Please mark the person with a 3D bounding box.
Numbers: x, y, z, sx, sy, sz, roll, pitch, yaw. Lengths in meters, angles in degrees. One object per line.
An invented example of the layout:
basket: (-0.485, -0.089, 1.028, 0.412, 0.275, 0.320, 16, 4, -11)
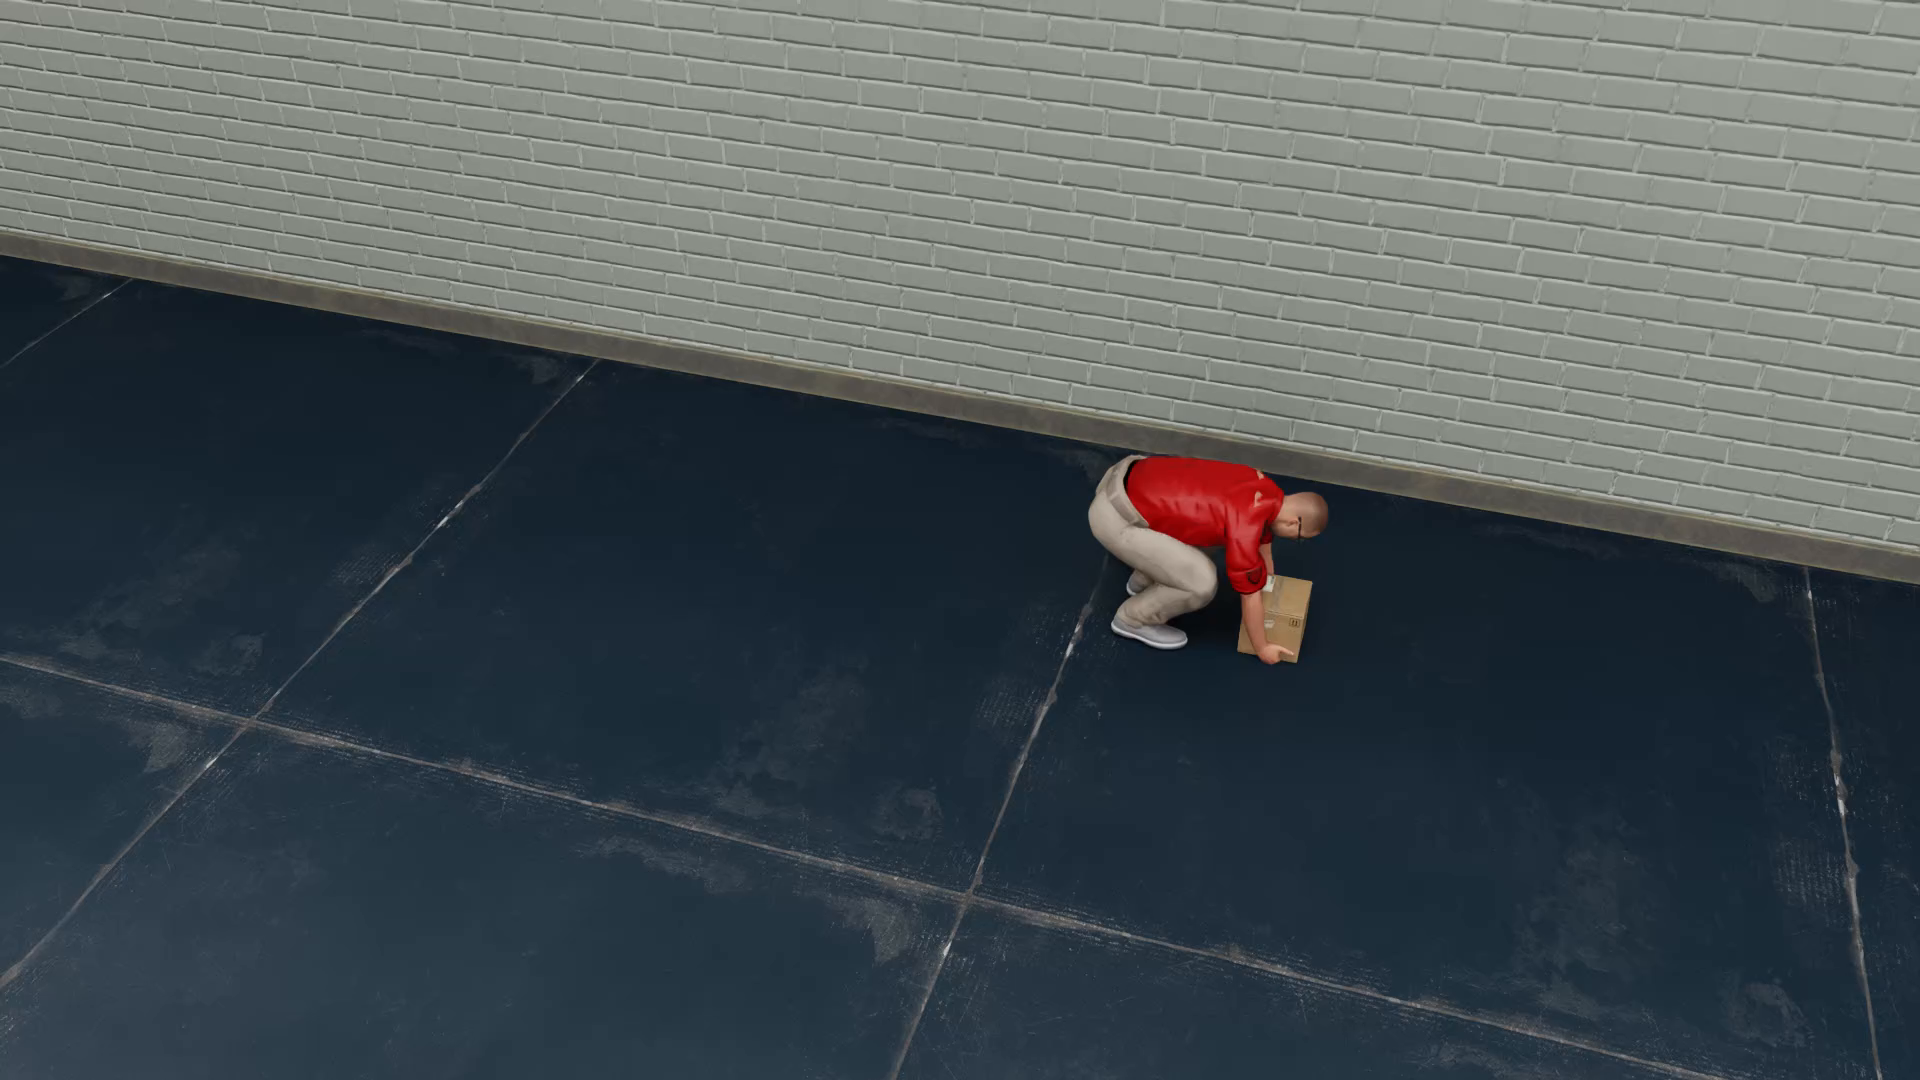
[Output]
person: (1.011, 0.049, 6.896, 0.954, 0.814, 0.536, 10, 38, 12)
